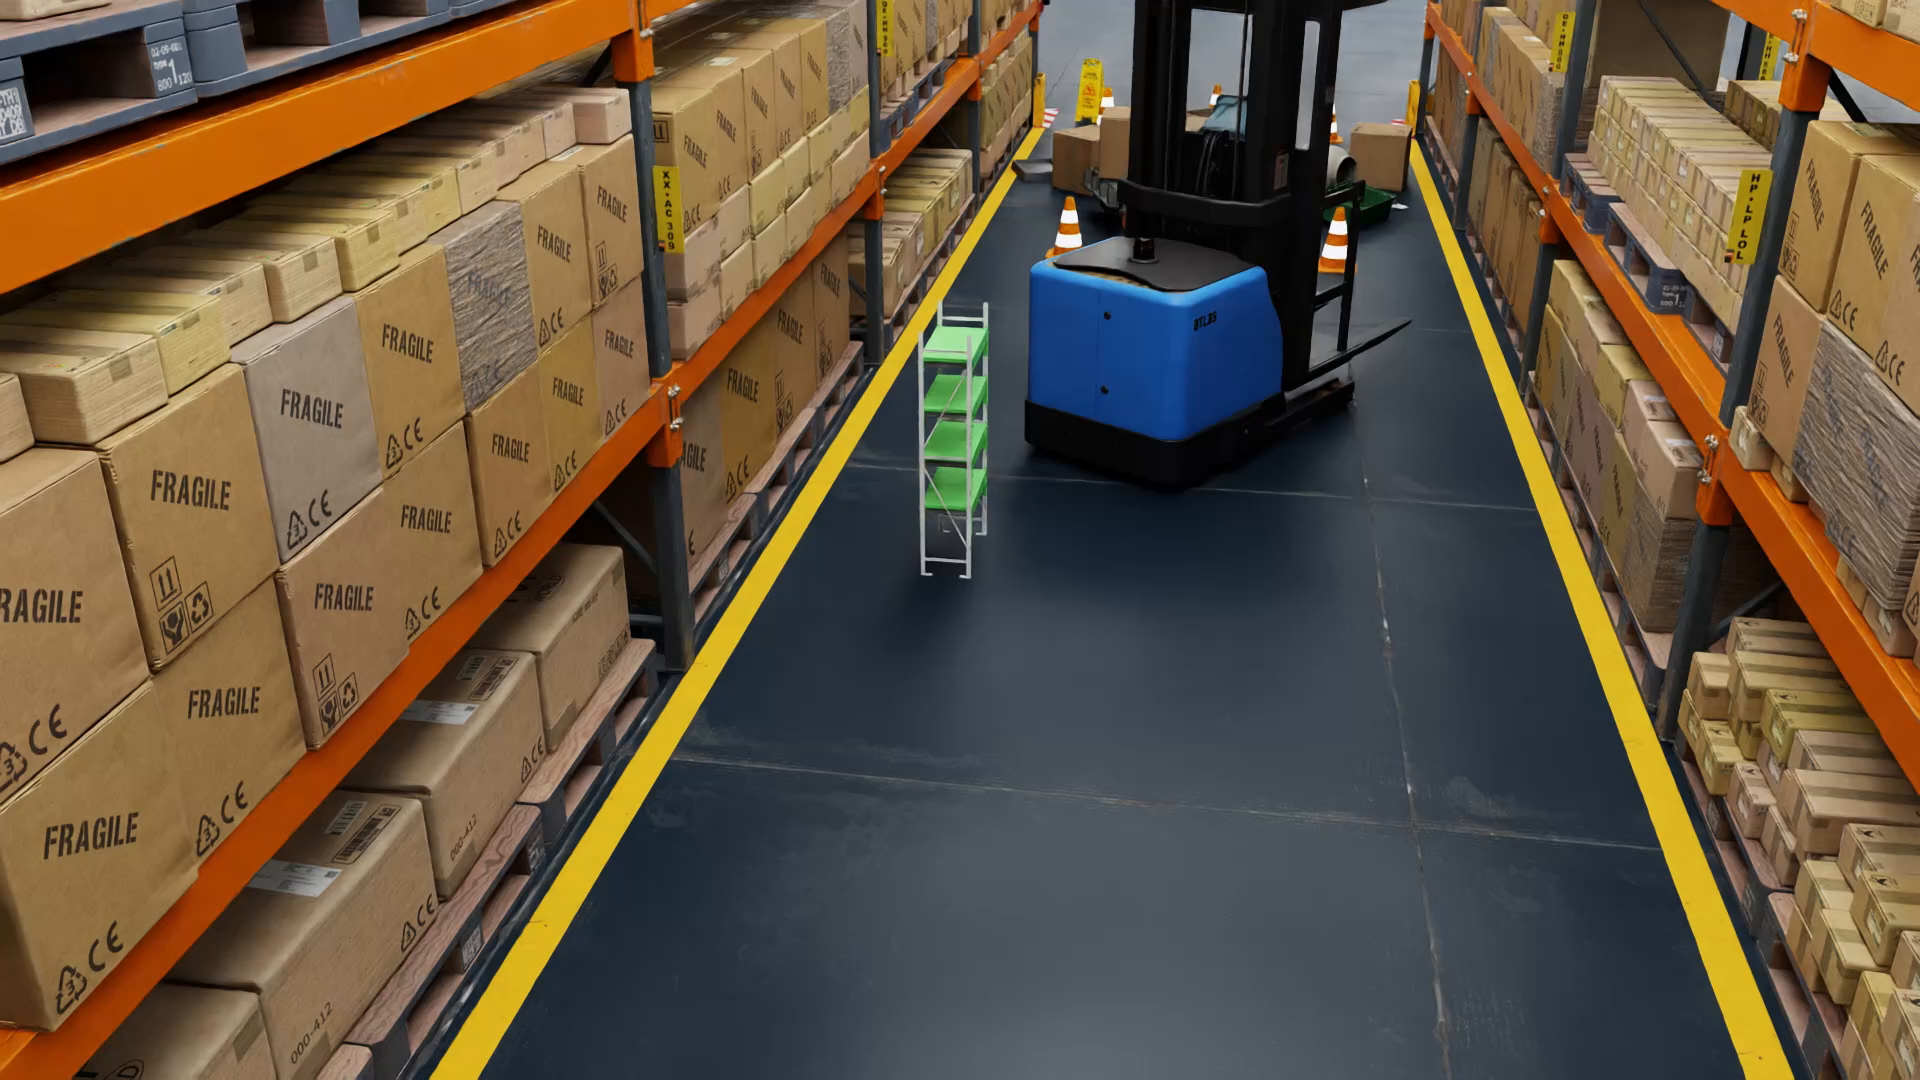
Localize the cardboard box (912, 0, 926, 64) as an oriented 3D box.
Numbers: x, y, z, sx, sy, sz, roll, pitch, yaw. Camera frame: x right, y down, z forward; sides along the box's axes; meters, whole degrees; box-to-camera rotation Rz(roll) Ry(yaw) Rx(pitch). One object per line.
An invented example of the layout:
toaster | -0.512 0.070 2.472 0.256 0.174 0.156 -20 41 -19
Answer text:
cardboard box | -0.527 -3.506 11.238 0.500 0.500 0.500 4 25 9

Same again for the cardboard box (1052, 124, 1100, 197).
cardboard box | 1.184 -3.419 14.961 0.500 0.500 0.500 -20 32 -36

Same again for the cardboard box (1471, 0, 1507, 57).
cardboard box | 4.615 -4.118 13.333 0.875 0.550 0.550 4 25 9

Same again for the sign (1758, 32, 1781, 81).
sign | 4.449 -2.677 9.158 0.100 0.325 0.005 4 25 9

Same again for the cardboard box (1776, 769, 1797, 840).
cardboard box | 2.880 0.876 5.357 0.380 0.149 0.250 3 25 6

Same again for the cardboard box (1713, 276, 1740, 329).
cardboard box | 3.170 -0.914 6.466 0.380 0.149 0.250 4 25 9

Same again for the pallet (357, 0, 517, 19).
pallet | -1.785 -1.827 5.181 1.003 0.211 1.213 4 25 9

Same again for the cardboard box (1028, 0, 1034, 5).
cardboard box | 0.538 -5.470 16.694 0.380 0.149 0.250 4 25 8

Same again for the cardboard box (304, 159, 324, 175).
cardboard box | -2.148 -1.101 5.001 0.380 0.149 0.250 3 25 7

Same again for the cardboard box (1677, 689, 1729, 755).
cardboard box | 2.882 0.682 6.122 0.380 0.149 0.250 3 25 6

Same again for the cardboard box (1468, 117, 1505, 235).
cardboard box | 4.553 -2.800 12.853 1.050 0.750 0.750 4 25 8

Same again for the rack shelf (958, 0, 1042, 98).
rack shelf | -0.007 -4.706 15.615 1.077 0.370 4.000 4 25 9

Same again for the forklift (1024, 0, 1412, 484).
forklift | 1.699 -2.168 9.424 1.130 2.935 3.031 20 32 36

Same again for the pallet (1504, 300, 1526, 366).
pallet | 4.116 -1.284 10.743 1.003 0.211 1.213 4 25 9

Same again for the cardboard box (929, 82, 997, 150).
cardboard box | 0.029 -3.708 14.497 0.500 0.500 0.500 5 26 11

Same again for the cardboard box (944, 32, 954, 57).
cardboard box | -0.251 -3.712 12.442 0.380 0.149 0.250 4 25 9

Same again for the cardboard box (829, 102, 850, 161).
cardboard box | -0.896 -2.246 9.098 0.500 0.250 0.500 3 25 7

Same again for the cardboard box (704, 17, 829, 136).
cardboard box | -0.977 -2.364 8.465 0.500 0.500 0.500 4 25 9

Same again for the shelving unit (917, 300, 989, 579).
shelving unit | -0.027 -0.474 7.848 0.258 1.200 0.503 4 25 9

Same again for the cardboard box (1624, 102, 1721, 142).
cardboard box | 3.516 -2.062 8.217 0.380 0.149 0.250 3 25 6

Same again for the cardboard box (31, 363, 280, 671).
cardboard box | -1.858 -0.073 3.569 0.500 0.500 0.500 3 25 7

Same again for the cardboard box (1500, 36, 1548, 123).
cardboard box | 3.965 -3.107 11.231 0.500 0.500 0.500 4 25 9

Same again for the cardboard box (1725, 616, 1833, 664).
cardboard box | 2.998 0.412 5.997 0.380 0.149 0.250 5 26 11

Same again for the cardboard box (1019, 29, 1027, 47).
cardboard box | 0.452 -4.936 16.354 0.380 0.149 0.250 5 26 10

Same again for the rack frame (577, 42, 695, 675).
rack frame | -1.641 -0.850 6.527 1.000 3.000 0.127 4 25 9

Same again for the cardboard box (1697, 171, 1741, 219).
cardboard box | 3.262 -1.407 6.816 0.380 0.149 0.250 4 25 8

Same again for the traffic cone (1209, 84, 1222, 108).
traffic cone | 2.673 -4.516 17.352 0.336 0.463 0.334 4 25 9

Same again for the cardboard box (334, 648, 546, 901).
cardboard box | -1.996 0.750 5.636 0.875 0.438 0.875 3 25 7

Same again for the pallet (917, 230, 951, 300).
pallet | -0.657 -2.095 12.477 1.003 0.211 1.213 4 25 9

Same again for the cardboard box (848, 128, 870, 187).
cardboard box | -0.814 -2.225 9.643 0.500 0.250 0.500 3 25 7

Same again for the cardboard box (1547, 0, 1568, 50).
cardboard box | 4.159 -3.334 10.536 0.700 0.500 0.500 4 25 8

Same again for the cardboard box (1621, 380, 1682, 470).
cardboard box | 3.228 -0.490 7.327 0.500 0.250 0.500 5 26 11

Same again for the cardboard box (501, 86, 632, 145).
cardboard box | -1.378 -1.491 5.834 0.380 0.149 0.250 4 25 7

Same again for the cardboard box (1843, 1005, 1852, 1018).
cardboard box | 2.743 1.342 4.711 0.380 0.149 0.250 5 25 10

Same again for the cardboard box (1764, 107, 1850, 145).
cardboard box | 4.159 -2.005 8.094 0.380 0.149 0.250 5 26 10

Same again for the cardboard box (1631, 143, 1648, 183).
cardboard box | 3.470 -1.810 8.028 0.380 0.149 0.250 4 25 9

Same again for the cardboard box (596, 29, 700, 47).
cardboard box | -1.567 -2.197 8.109 0.500 0.500 0.500 4 25 9

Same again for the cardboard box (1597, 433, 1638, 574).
cardboard box | 3.215 -0.149 7.483 0.500 0.500 0.500 3 25 7

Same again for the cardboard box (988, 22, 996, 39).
cardboard box | 0.112 -4.515 14.654 0.380 0.149 0.250 5 26 10

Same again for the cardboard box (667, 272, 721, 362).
cardboard box | -1.309 -0.948 6.913 0.500 0.250 0.500 3 25 7

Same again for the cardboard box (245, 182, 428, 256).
cardboard box | -1.674 -0.857 4.480 0.380 0.149 0.250 4 25 9

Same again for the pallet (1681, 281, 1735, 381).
pallet | 3.527 -0.772 6.587 1.003 0.211 1.213 4 25 9

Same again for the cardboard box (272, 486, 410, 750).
cardboard box | -1.777 0.172 4.226 0.500 0.500 0.500 4 25 8

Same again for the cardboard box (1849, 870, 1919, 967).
cardboard box | 2.717 1.064 4.604 0.380 0.149 0.250 4 25 9

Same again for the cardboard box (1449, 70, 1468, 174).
cardboard box | 4.881 -3.758 14.752 0.875 0.875 0.875 4 25 9

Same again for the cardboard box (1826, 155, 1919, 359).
cardboard box | 2.875 -0.792 4.756 0.500 0.500 0.500 3 25 7

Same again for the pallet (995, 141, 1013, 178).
pallet | -0.062 -3.728 15.965 1.003 0.211 1.213 4 25 9

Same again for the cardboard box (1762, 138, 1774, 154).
cardboard box | 4.157 -1.868 8.154 0.380 0.149 0.250 4 25 9

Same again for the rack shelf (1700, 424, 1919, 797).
rack shelf | 2.932 0.613 4.250 1.077 0.370 4.000 4 25 9

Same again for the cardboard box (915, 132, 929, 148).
cardboard box | -0.502 -3.746 14.579 0.500 0.500 0.500 4 25 8

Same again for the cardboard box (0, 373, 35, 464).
cardboard box | -1.991 -0.213 3.103 0.380 0.149 0.250 5 25 10

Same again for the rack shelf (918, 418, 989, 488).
rack shelf | -0.027 -0.416 7.875 0.258 0.148 0.480 4 25 9

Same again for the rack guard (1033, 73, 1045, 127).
rack guard | 0.307 -4.705 17.711 1.175 0.500 0.348 4 25 9

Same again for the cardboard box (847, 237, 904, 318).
cardboard box | -0.885 -1.758 11.073 0.950 0.372 0.625 2 25 5

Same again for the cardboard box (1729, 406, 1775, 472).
cardboard box | 2.890 -0.340 5.733 0.380 0.149 0.250 5 26 10

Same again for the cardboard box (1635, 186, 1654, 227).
cardboard box | 3.425 -1.571 7.868 0.380 0.149 0.250 4 25 9

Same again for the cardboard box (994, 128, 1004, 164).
cardboard box | 0.105 -3.593 15.135 0.500 0.250 0.500 5 26 11

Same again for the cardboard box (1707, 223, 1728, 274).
cardboard box | 3.214 -1.154 6.628 0.380 0.149 0.250 5 26 11

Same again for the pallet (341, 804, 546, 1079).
pallet | -2.040 1.238 5.357 1.003 0.211 1.213 4 25 9
